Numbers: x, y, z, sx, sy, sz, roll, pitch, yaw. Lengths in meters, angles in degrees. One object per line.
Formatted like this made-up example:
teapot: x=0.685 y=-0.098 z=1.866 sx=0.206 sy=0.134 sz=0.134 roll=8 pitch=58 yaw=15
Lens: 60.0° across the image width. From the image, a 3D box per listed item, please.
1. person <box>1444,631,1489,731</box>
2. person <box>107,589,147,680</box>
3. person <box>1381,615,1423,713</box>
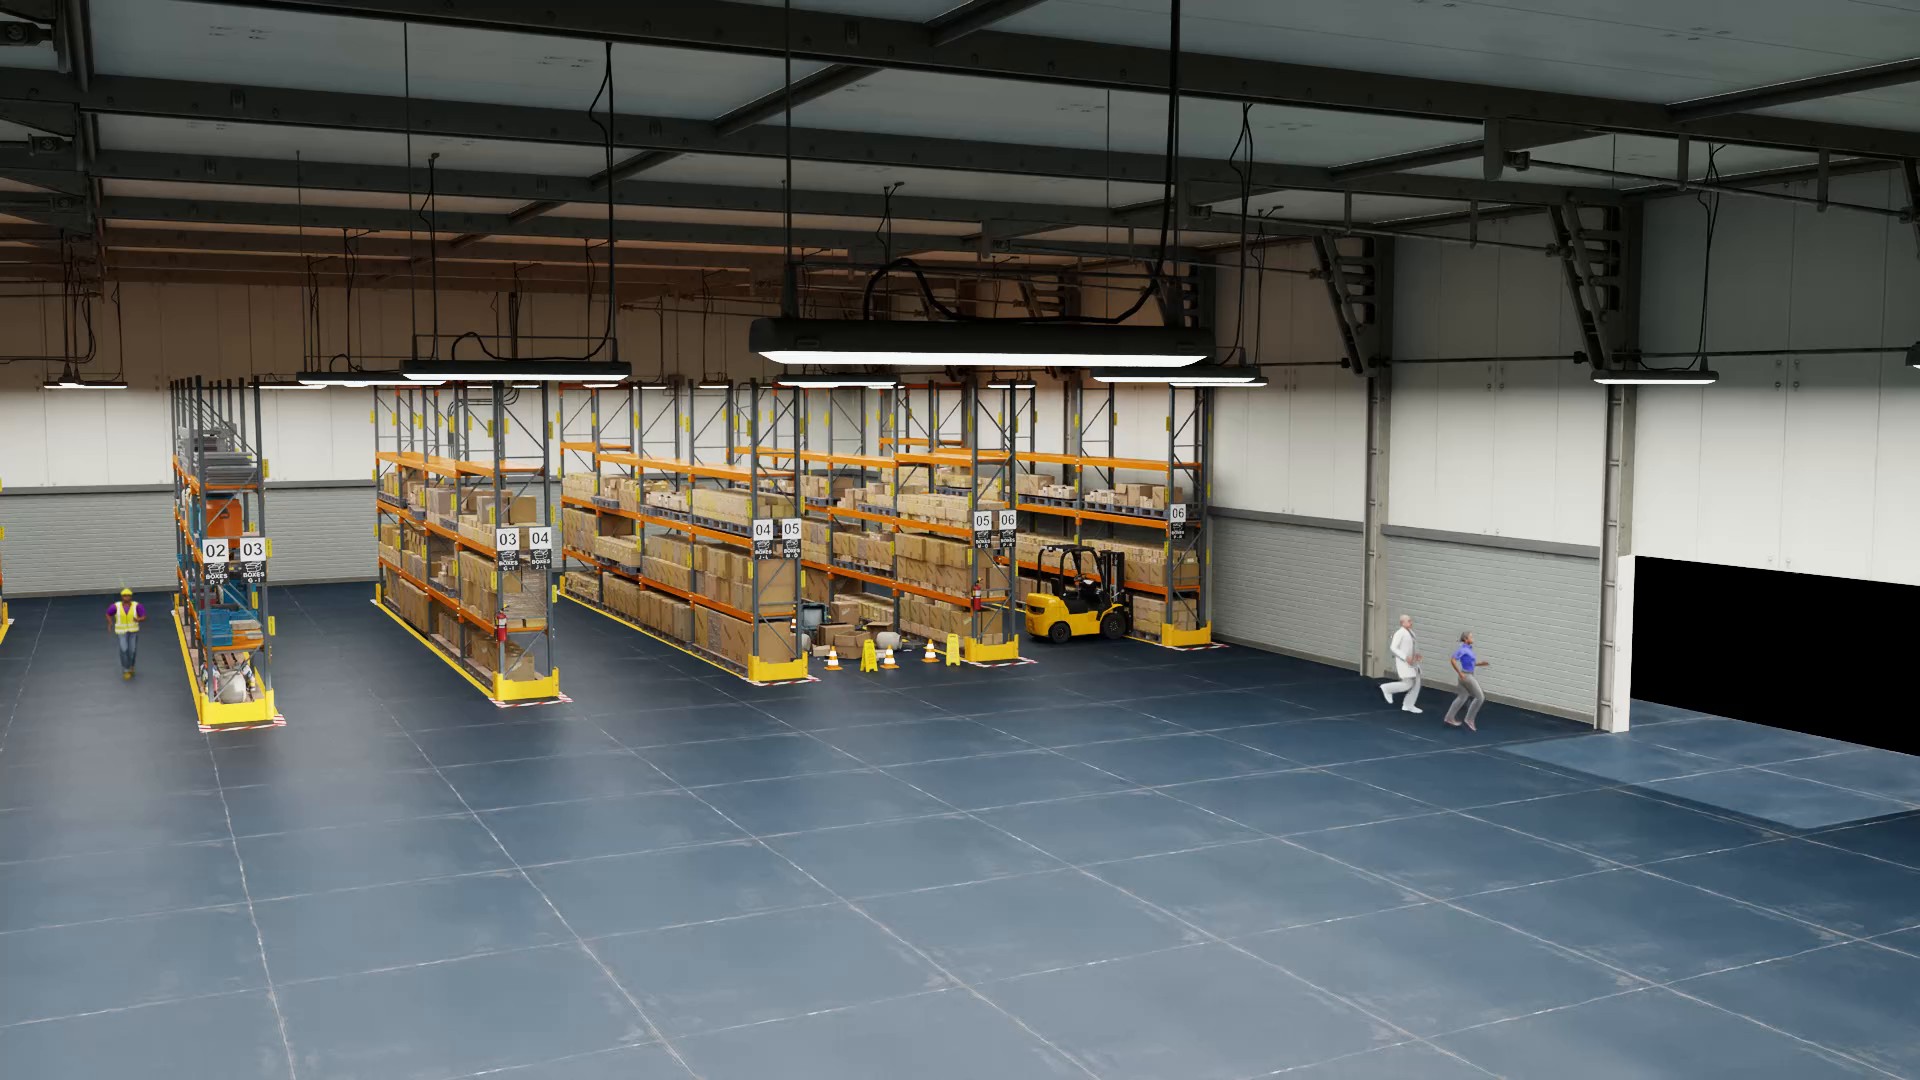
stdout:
person: x=8.608 y=2.396 z=28.242 sx=0.724 sy=1.700 sz=0.541 roll=1 pitch=5 yaw=16
person: x=-16.653 y=1.851 z=33.289 sx=0.704 sy=1.769 sz=0.887 roll=-3 pitch=6 yaw=-33
person: x=7.964 y=2.211 z=29.837 sx=0.756 sy=1.743 sz=0.711 roll=4 pitch=7 yaw=40
